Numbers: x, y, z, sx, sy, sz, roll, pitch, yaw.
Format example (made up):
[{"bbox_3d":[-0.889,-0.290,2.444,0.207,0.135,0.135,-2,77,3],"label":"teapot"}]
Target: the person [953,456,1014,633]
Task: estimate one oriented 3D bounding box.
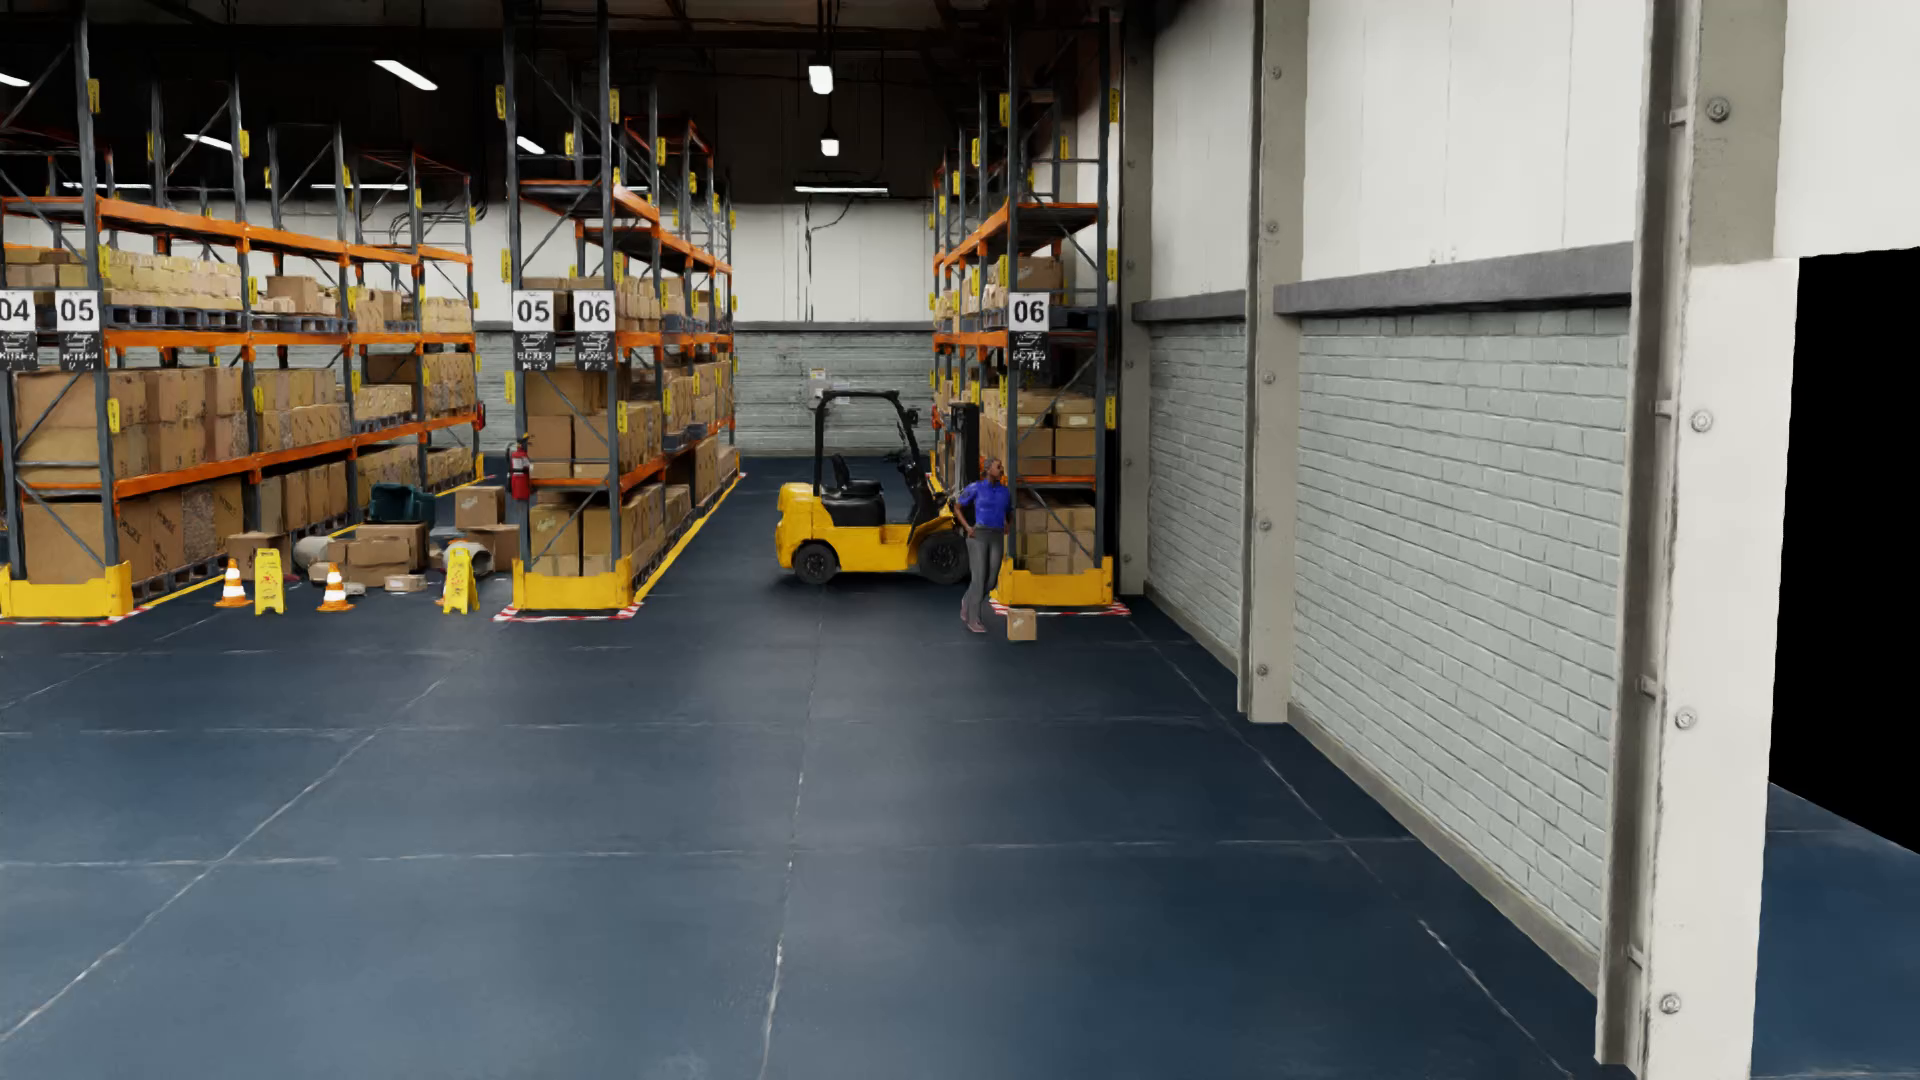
[{"bbox_3d":[0.278,0.018,15.779,0.610,1.613,0.680,-3,8,-26],"label":"person"}]
